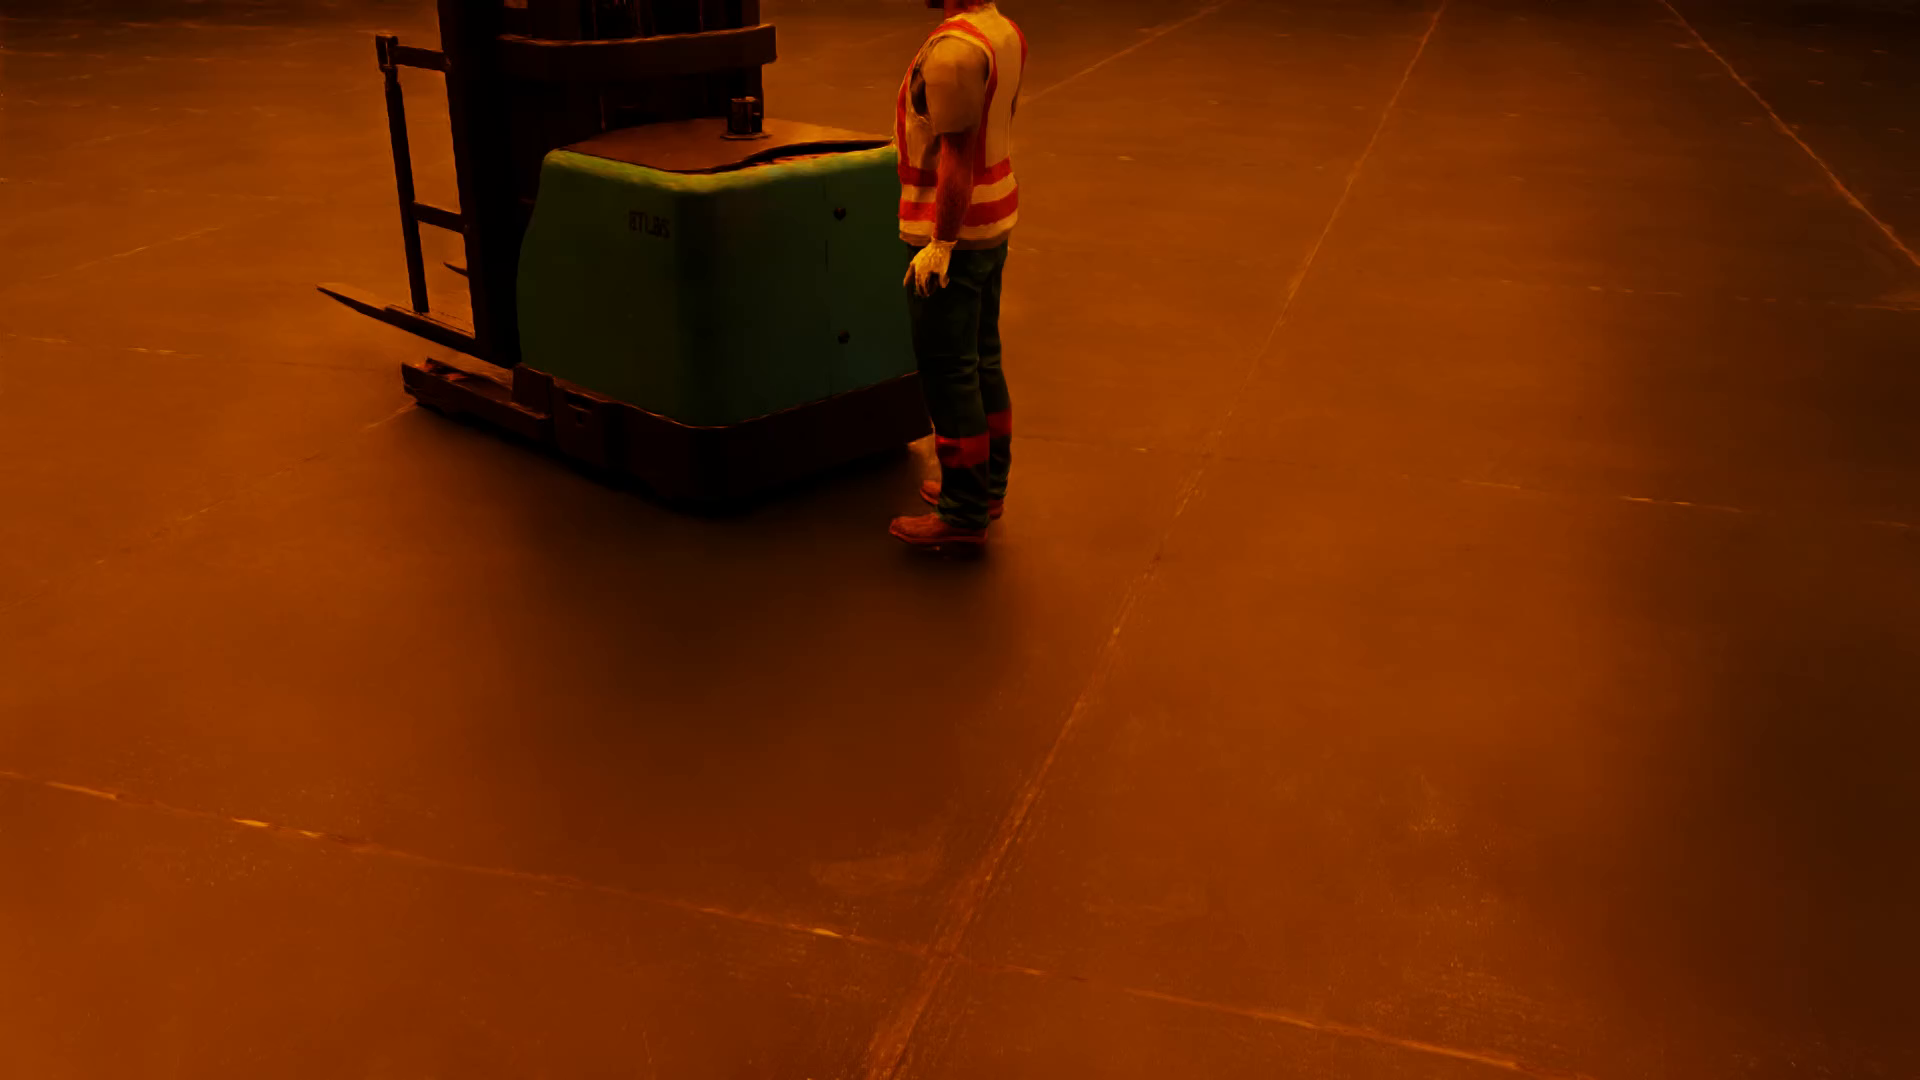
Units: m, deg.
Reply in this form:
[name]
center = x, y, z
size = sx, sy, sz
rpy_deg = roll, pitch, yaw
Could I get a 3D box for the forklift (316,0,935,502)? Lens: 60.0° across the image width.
[forklift]
center = -1.490, -1.943, 5.987
size = 3.031, 2.935, 1.130
rpy_deg = 21, 30, 41

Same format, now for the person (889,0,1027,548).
[person]
center = -0.020, -0.867, 4.768
size = 0.349, 1.795, 0.540
rpy_deg = 7, 23, 16
